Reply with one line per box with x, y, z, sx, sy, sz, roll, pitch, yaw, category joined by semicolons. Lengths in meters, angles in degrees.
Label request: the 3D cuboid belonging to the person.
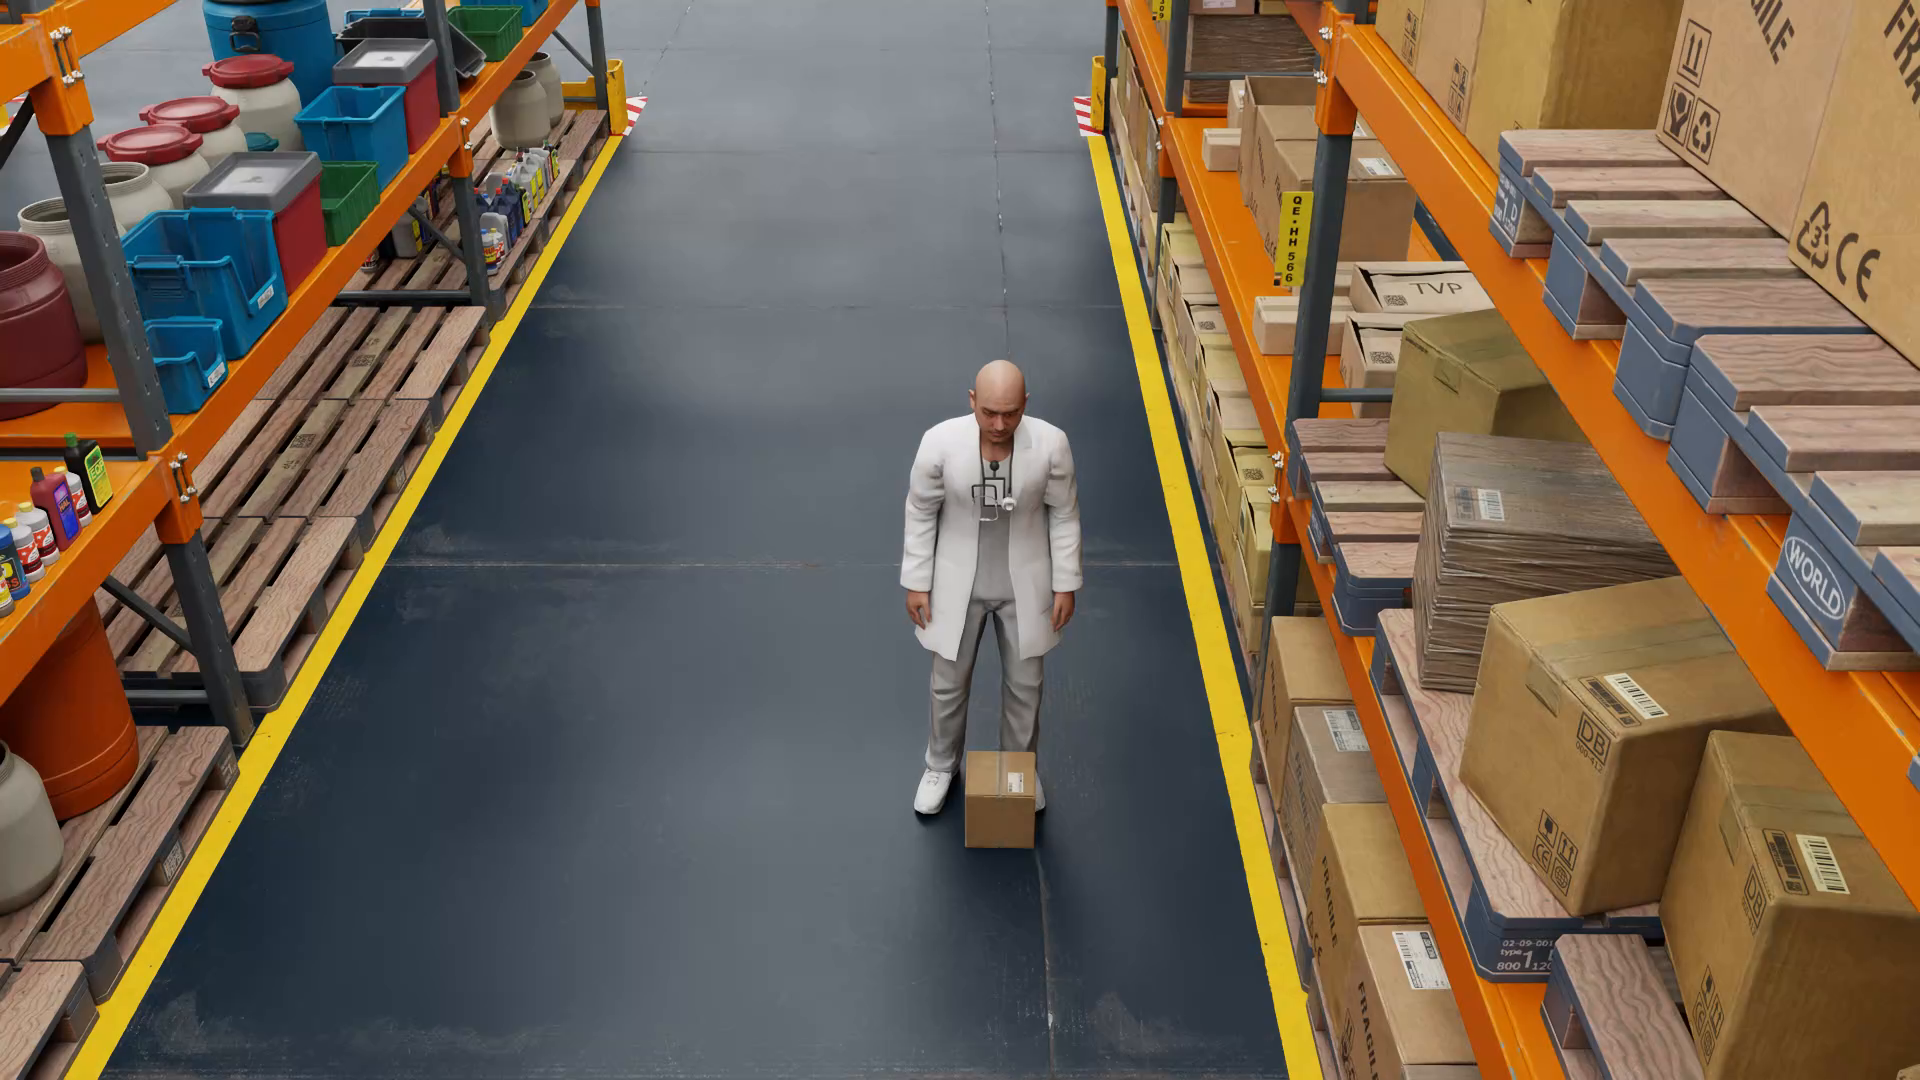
0.111;0.168;5.871;0.644;1.774;0.428;0;31;0;person
